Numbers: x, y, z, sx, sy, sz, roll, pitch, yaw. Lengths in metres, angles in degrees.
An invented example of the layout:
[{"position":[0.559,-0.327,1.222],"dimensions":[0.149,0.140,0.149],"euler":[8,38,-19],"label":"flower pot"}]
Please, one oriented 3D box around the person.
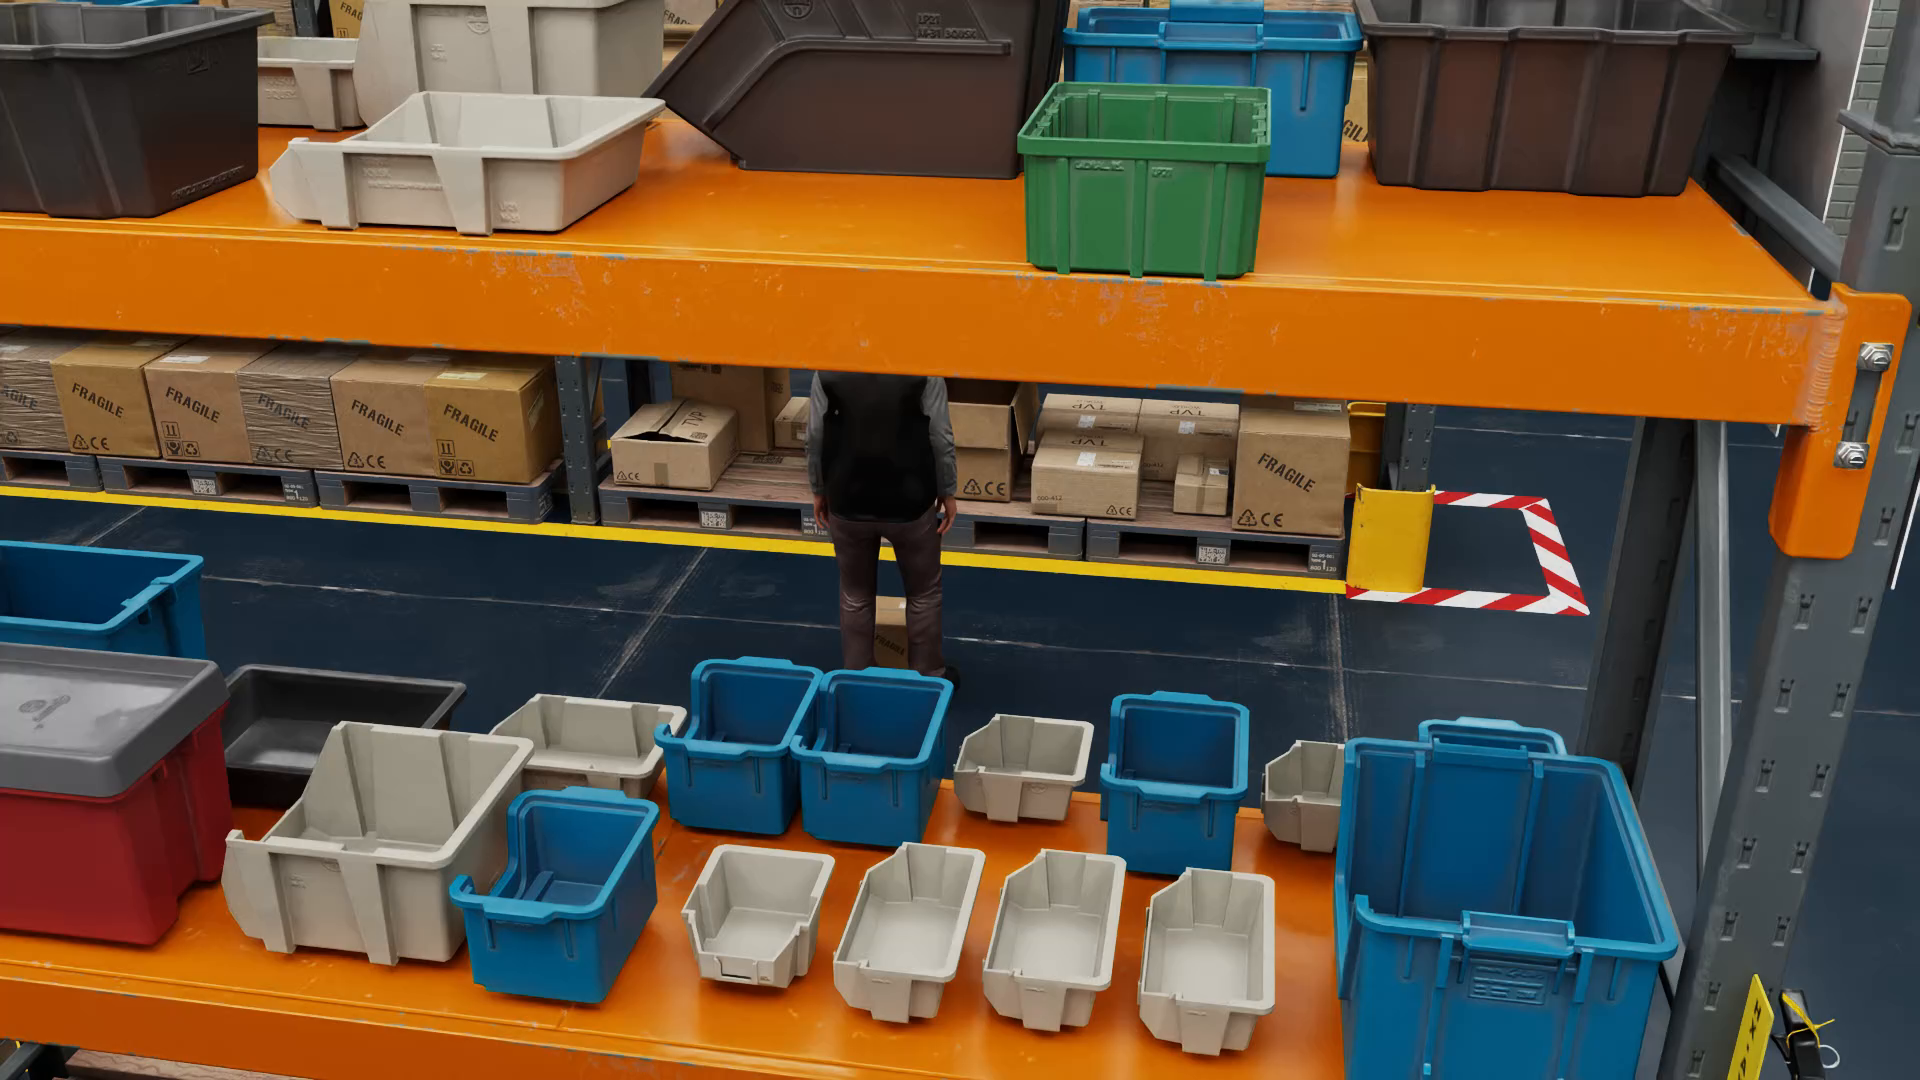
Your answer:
[{"position":[-0.300,-0.141,6.441],"dimensions":[0.583,1.719,0.421],"euler":[3,25,6],"label":"person"}]
